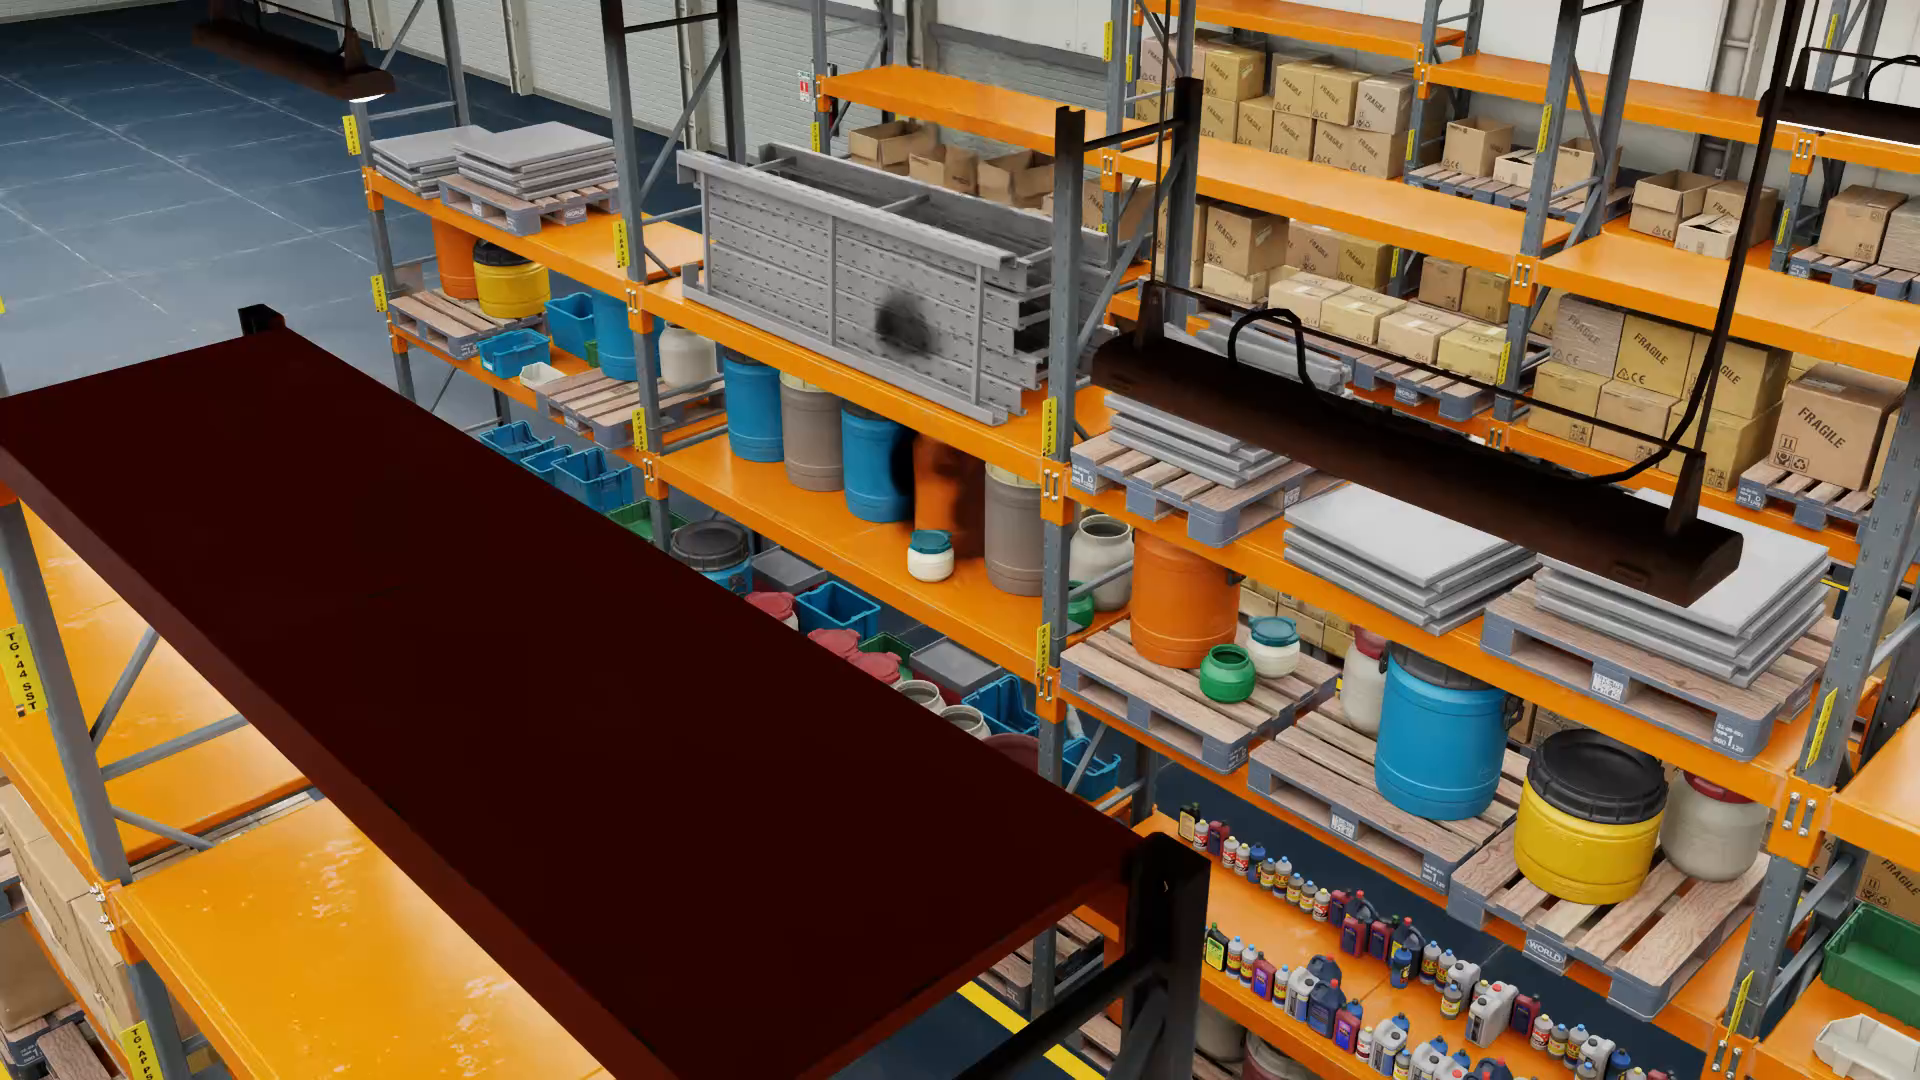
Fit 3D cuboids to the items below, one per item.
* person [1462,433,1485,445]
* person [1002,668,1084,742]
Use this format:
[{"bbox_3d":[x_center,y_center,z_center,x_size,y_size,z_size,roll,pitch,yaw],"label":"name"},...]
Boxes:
[{"bbox_3d":[5.060,-0.586,16.223,0.705,1.660,0.613,22,35,35],"label":"person"},{"bbox_3d":[0.632,0.917,13.270,0.608,1.813,0.888,-25,37,-38],"label":"person"}]
